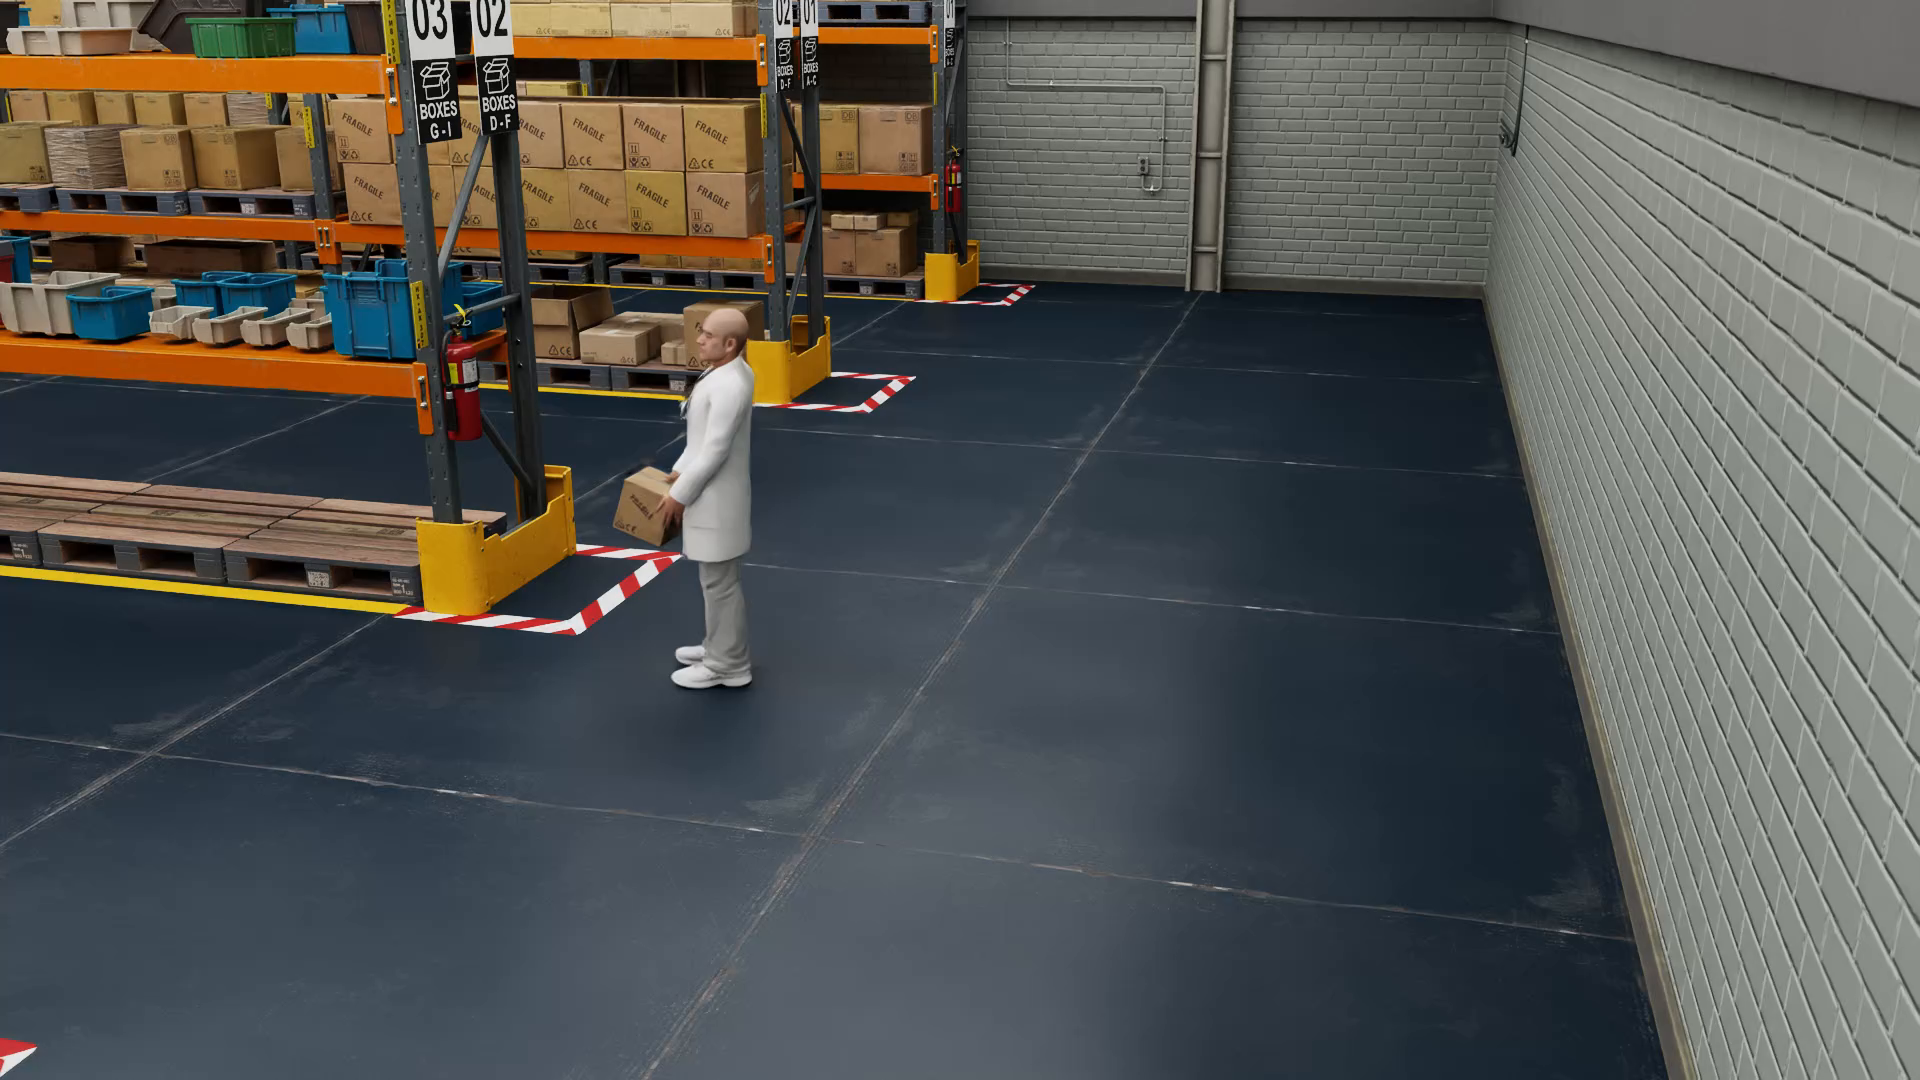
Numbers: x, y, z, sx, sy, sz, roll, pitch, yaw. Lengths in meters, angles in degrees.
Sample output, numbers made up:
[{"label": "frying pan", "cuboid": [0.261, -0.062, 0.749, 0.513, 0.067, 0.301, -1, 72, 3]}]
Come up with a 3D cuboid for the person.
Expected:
[{"label": "person", "cuboid": [-1.162, -0.181, 7.608, 0.469, 1.784, 0.606, -1, 18, -3]}]
